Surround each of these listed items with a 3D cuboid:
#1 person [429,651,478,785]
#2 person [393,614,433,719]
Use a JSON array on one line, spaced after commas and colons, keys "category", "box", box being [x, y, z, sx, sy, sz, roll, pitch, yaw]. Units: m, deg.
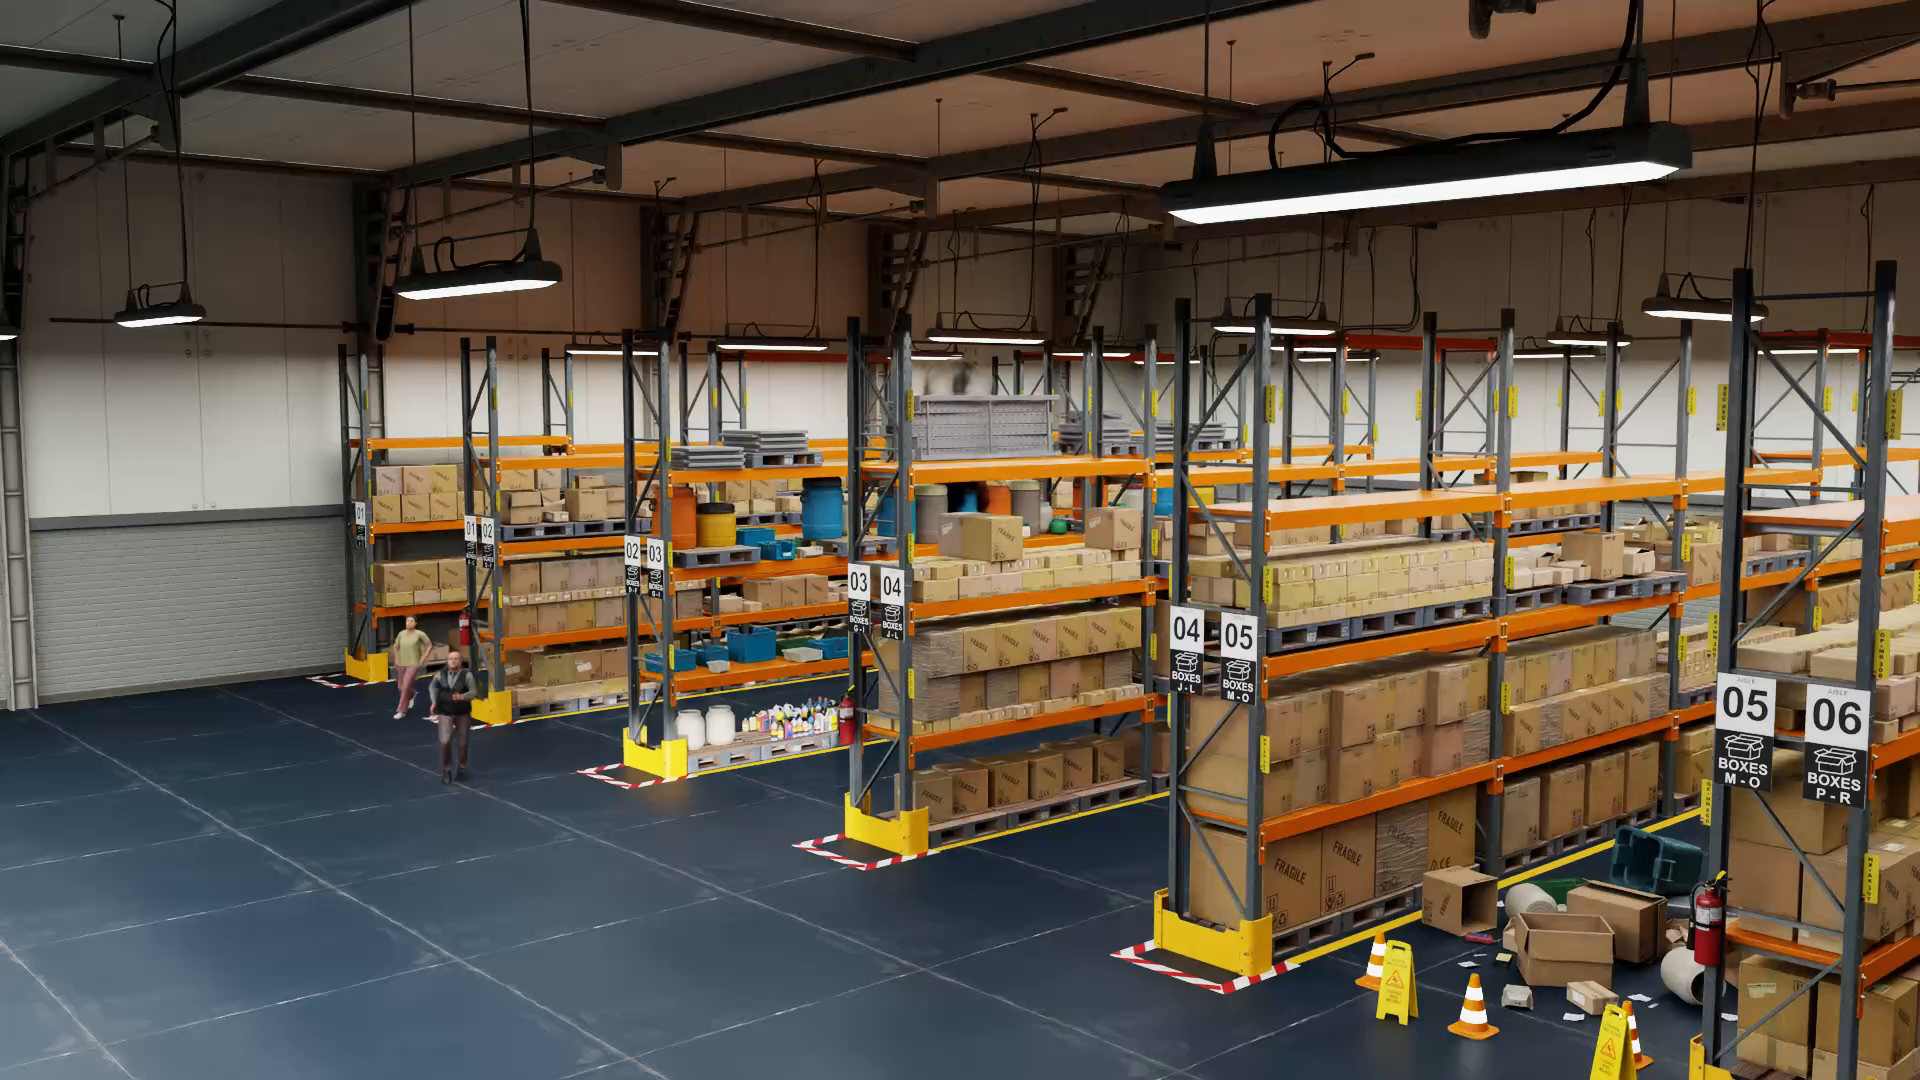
[{"category": "person", "box": [-6.687, 2.348, 21.968, 0.631, 1.757, 0.727, -1, 5, -15]}, {"category": "person", "box": [-8.706, 1.985, 26.461, 0.618, 1.639, 0.745, 0, 5, 4]}]
